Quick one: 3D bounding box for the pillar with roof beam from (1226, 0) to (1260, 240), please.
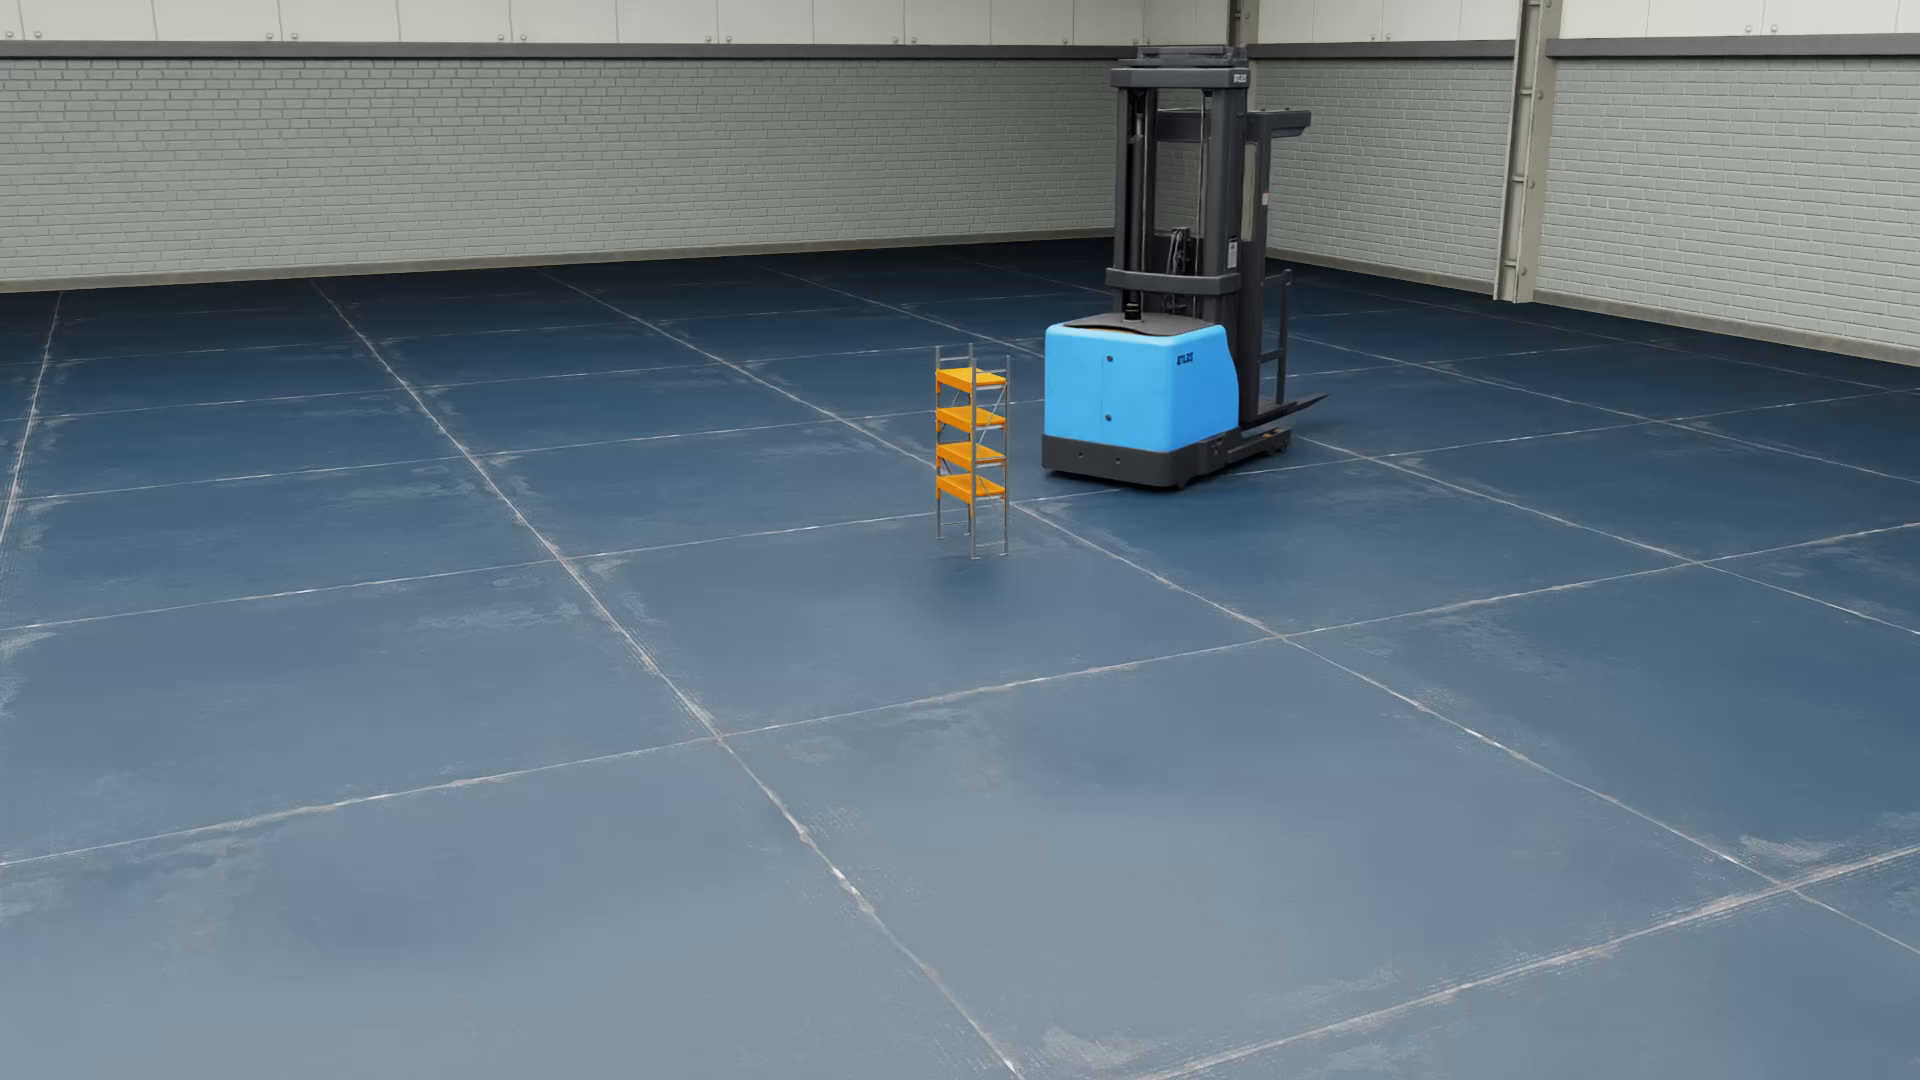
[{"bbox_3d":[0.353,-8.258,22.714,9.100,9.000,0.400,-8,18,-25],"label":"pillar with roof beam"}]

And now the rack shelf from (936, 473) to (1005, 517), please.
[{"bbox_3d":[0.073,-0.280,10.015,0.258,0.148,0.480,-8,18,-25],"label":"rack shelf"}]

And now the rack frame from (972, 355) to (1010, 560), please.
[{"bbox_3d":[0.179,-0.475,9.731,0.240,1.200,0.015,-8,18,-25],"label":"rack frame"}]

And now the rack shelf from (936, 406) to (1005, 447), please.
[{"bbox_3d":[0.073,-0.686,9.899,0.258,0.148,0.480,-8,18,-25],"label":"rack shelf"}]

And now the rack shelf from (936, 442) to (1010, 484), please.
[{"bbox_3d":[0.073,-0.471,9.961,0.258,0.148,0.480,-8,18,-25],"label":"rack shelf"}]

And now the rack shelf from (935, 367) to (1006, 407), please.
[{"bbox_3d":[0.073,-0.913,9.834,0.258,0.148,0.480,-8,18,-25],"label":"rack shelf"}]

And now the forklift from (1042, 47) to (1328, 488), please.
[{"bbox_3d":[1.854,-2.110,12.291,1.130,2.935,3.031,11,20,34],"label":"forklift"}]

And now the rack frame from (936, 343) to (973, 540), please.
[{"bbox_3d":[-0.034,-0.596,10.153,0.240,1.200,0.015,-8,18,-25],"label":"rack frame"}]

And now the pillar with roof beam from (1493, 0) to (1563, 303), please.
[{"bbox_3d":[2.982,-6.771,17.530,9.100,9.000,0.400,-8,18,-25],"label":"pillar with roof beam"}]

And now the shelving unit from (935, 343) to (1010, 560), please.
[{"bbox_3d":[0.073,-0.536,9.942,0.258,1.200,0.503,-8,18,-25],"label":"shelving unit"}]
